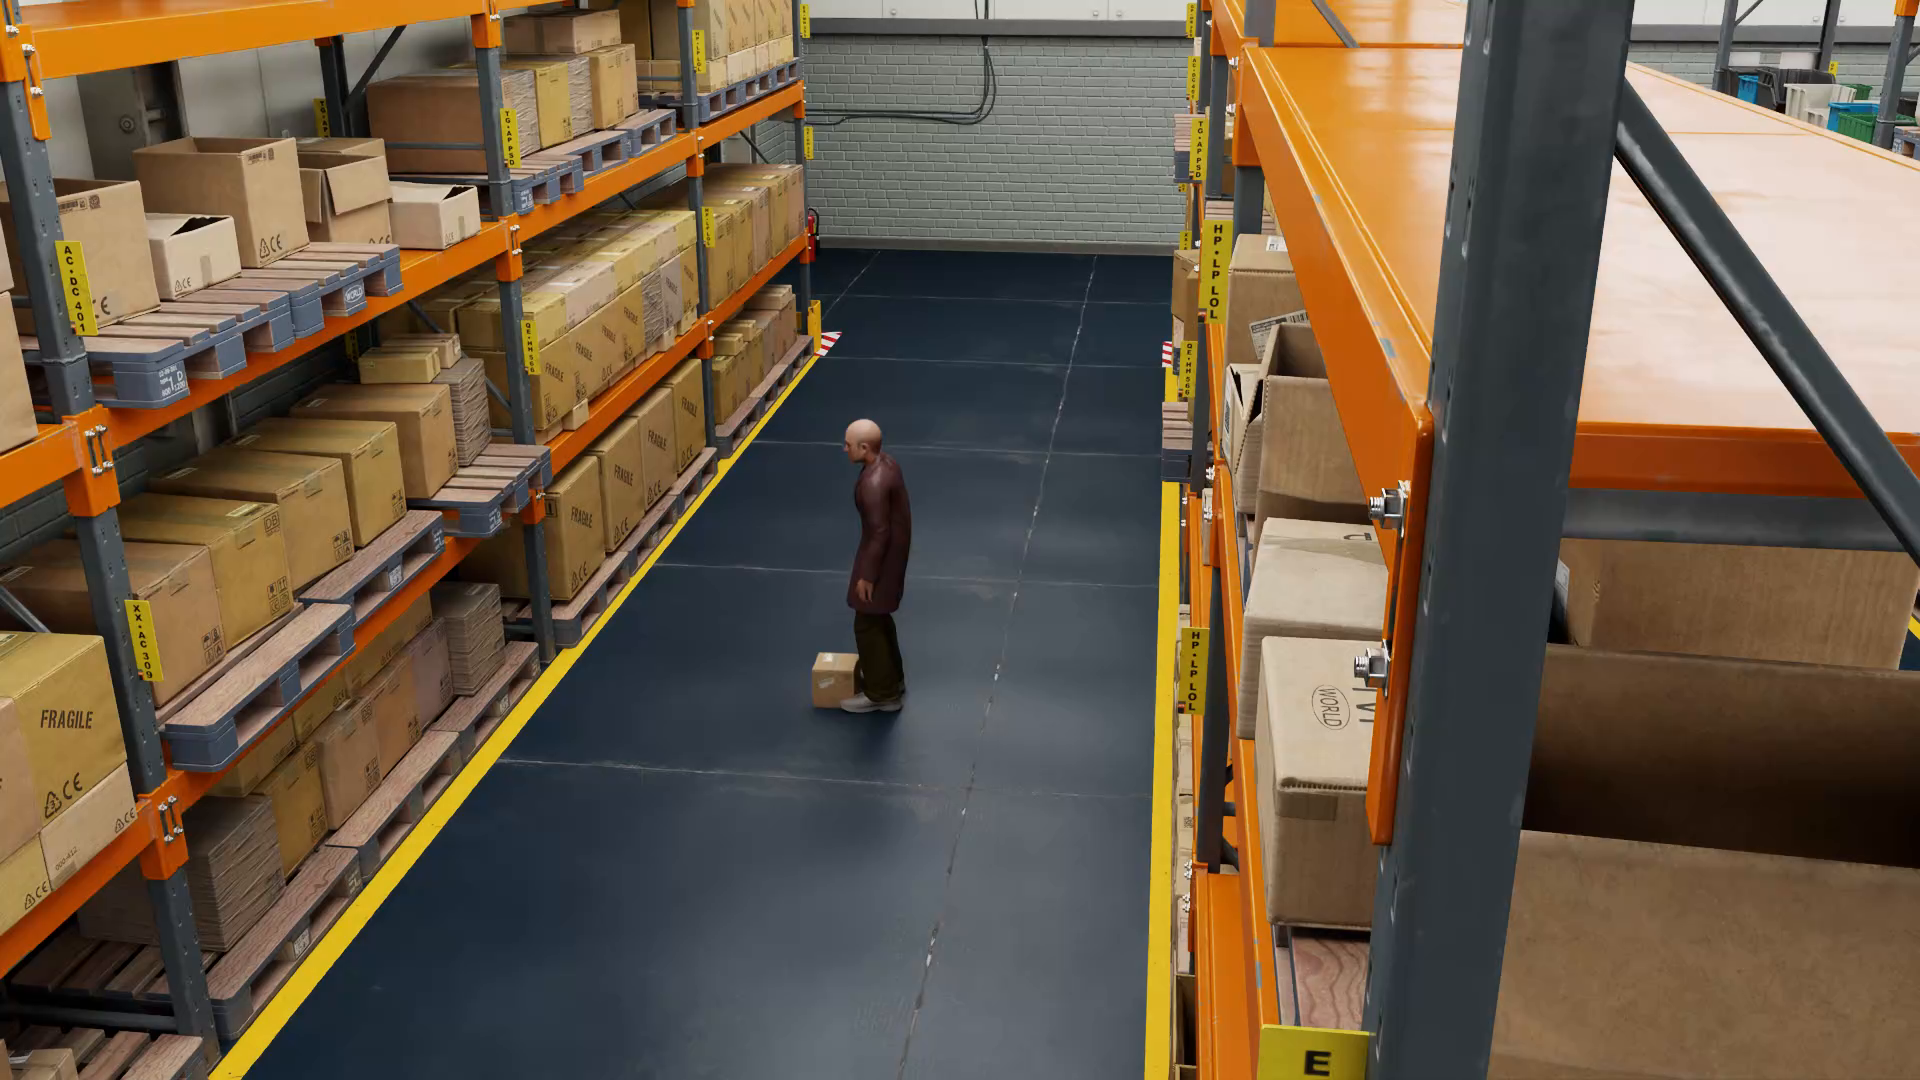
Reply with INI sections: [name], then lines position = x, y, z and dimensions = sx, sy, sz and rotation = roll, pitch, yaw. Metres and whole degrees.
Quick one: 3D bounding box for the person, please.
[person]
position = -0.496, 0.143, 9.730
dimensions = 0.427, 1.772, 0.635
rotation = 2, 21, 4
